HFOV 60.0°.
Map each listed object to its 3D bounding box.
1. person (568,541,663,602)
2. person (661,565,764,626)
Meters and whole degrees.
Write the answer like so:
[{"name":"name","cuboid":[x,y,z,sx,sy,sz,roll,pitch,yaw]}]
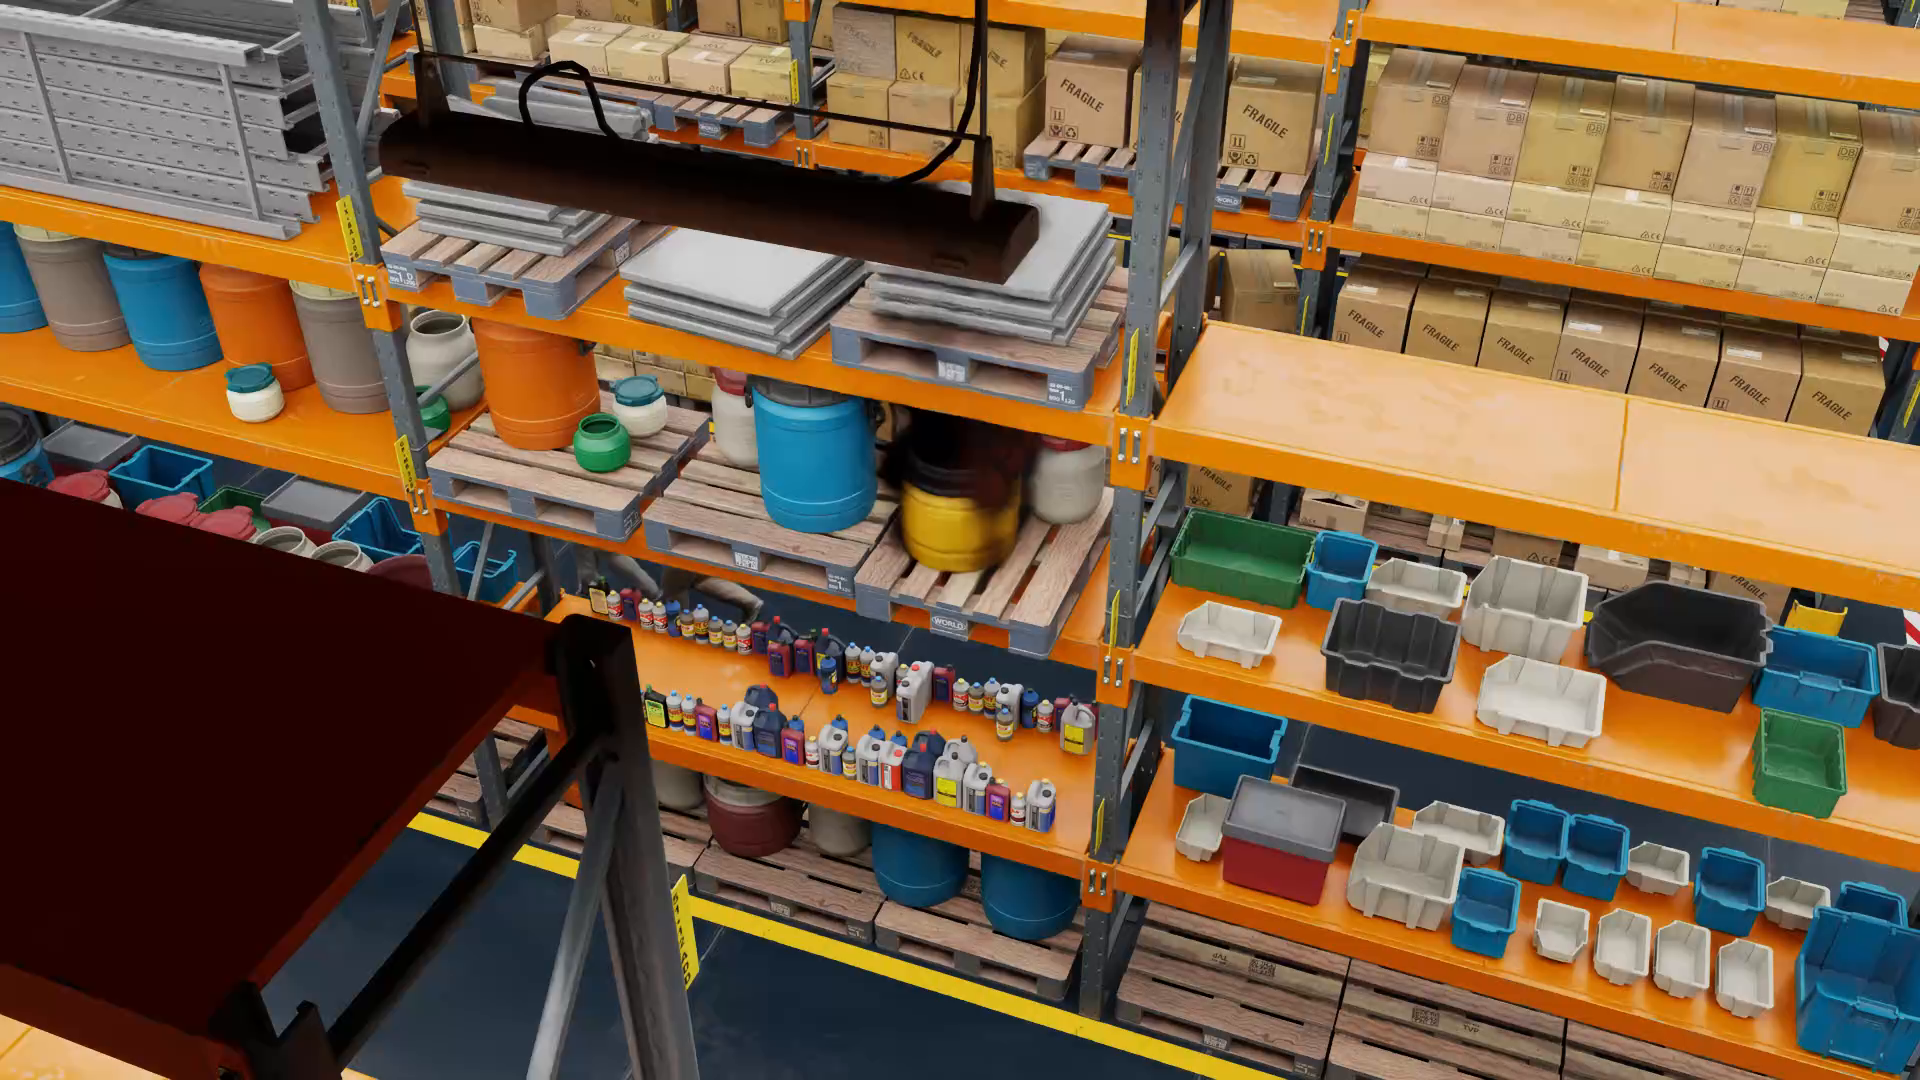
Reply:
[{"name":"person","cuboid":[-2.638,-0.182,12.268,0.830,1.705,0.626,9,37,12]},{"name":"person","cuboid":[-1.907,0.066,11.898,0.926,1.690,0.677,15,39,20]}]
